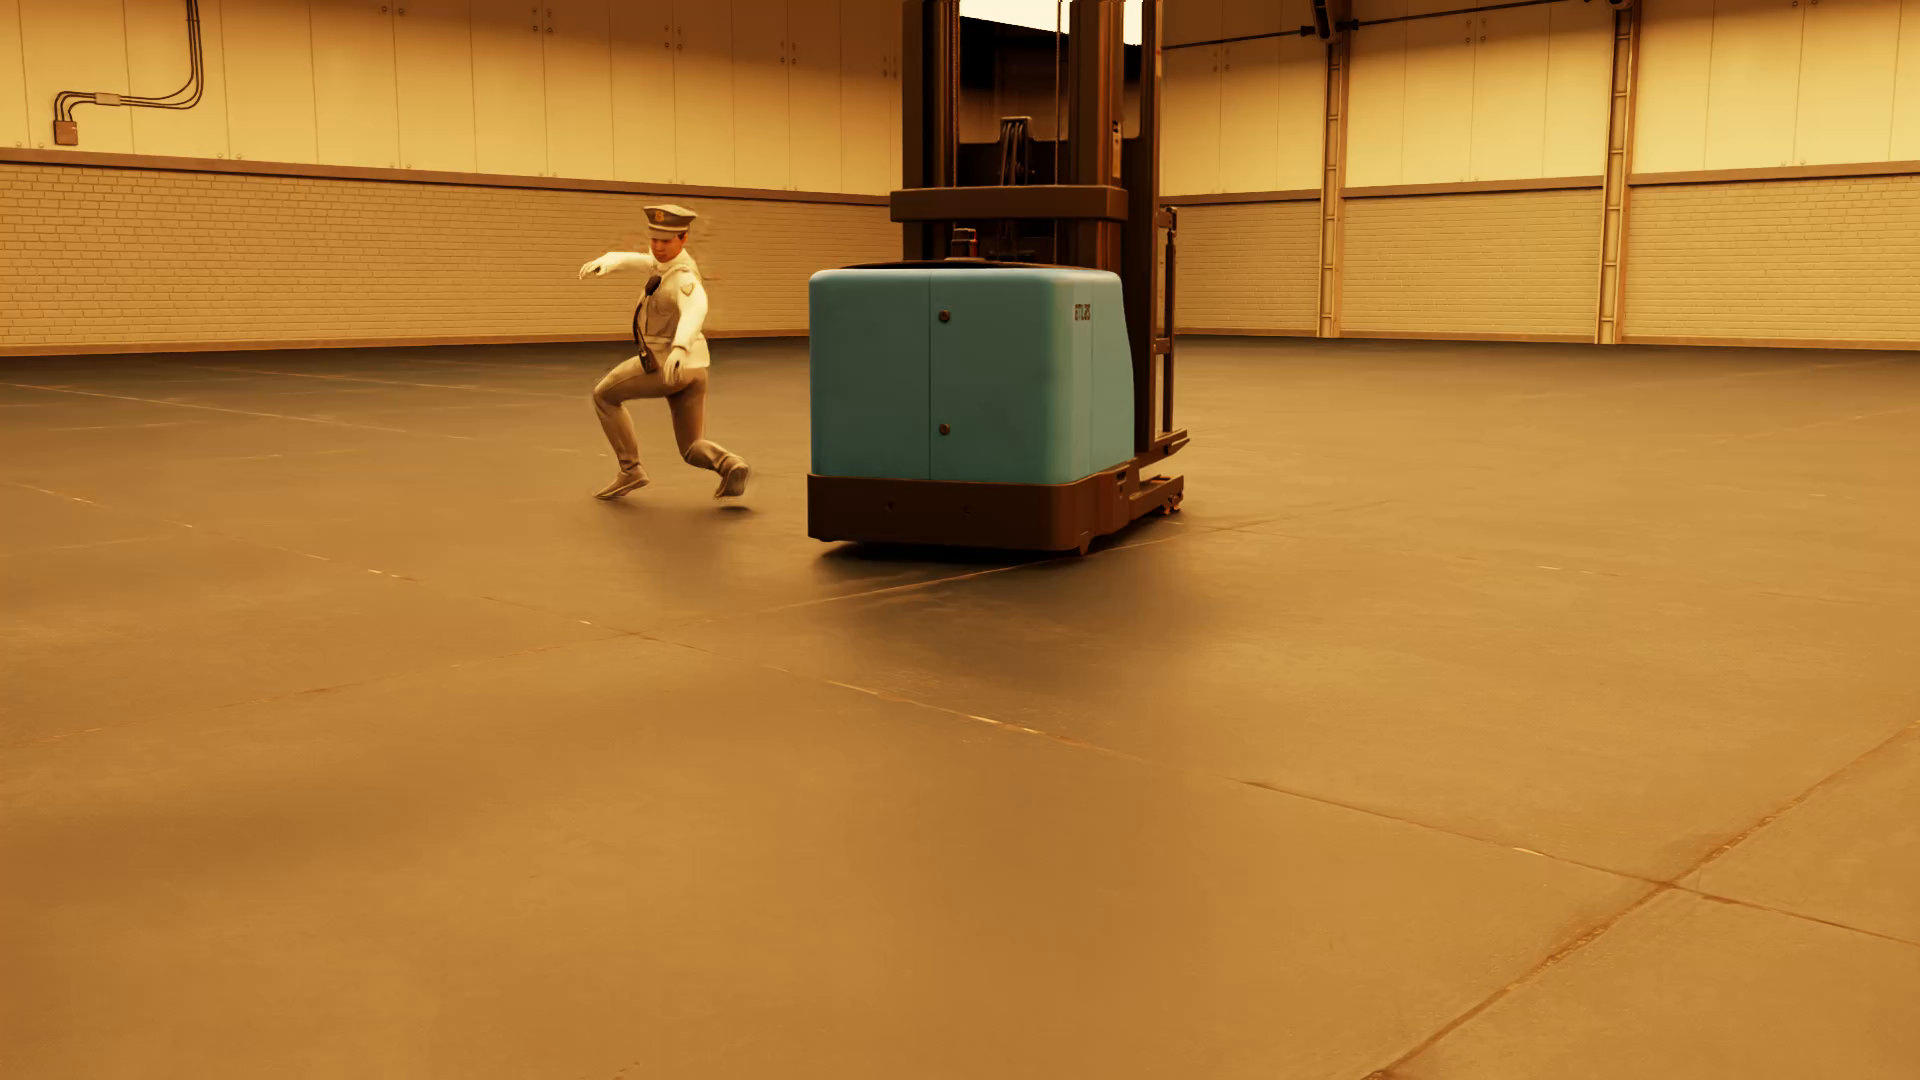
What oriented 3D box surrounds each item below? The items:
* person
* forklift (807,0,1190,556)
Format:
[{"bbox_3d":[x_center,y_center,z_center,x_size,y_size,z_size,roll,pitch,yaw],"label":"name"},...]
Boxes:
[{"bbox_3d":[-1.411,-0.831,7.679,0.934,1.416,0.744,4,9,23],"label":"person"},{"bbox_3d":[0.390,-1.572,7.311,1.130,2.935,3.031,3,9,19],"label":"forklift"}]
